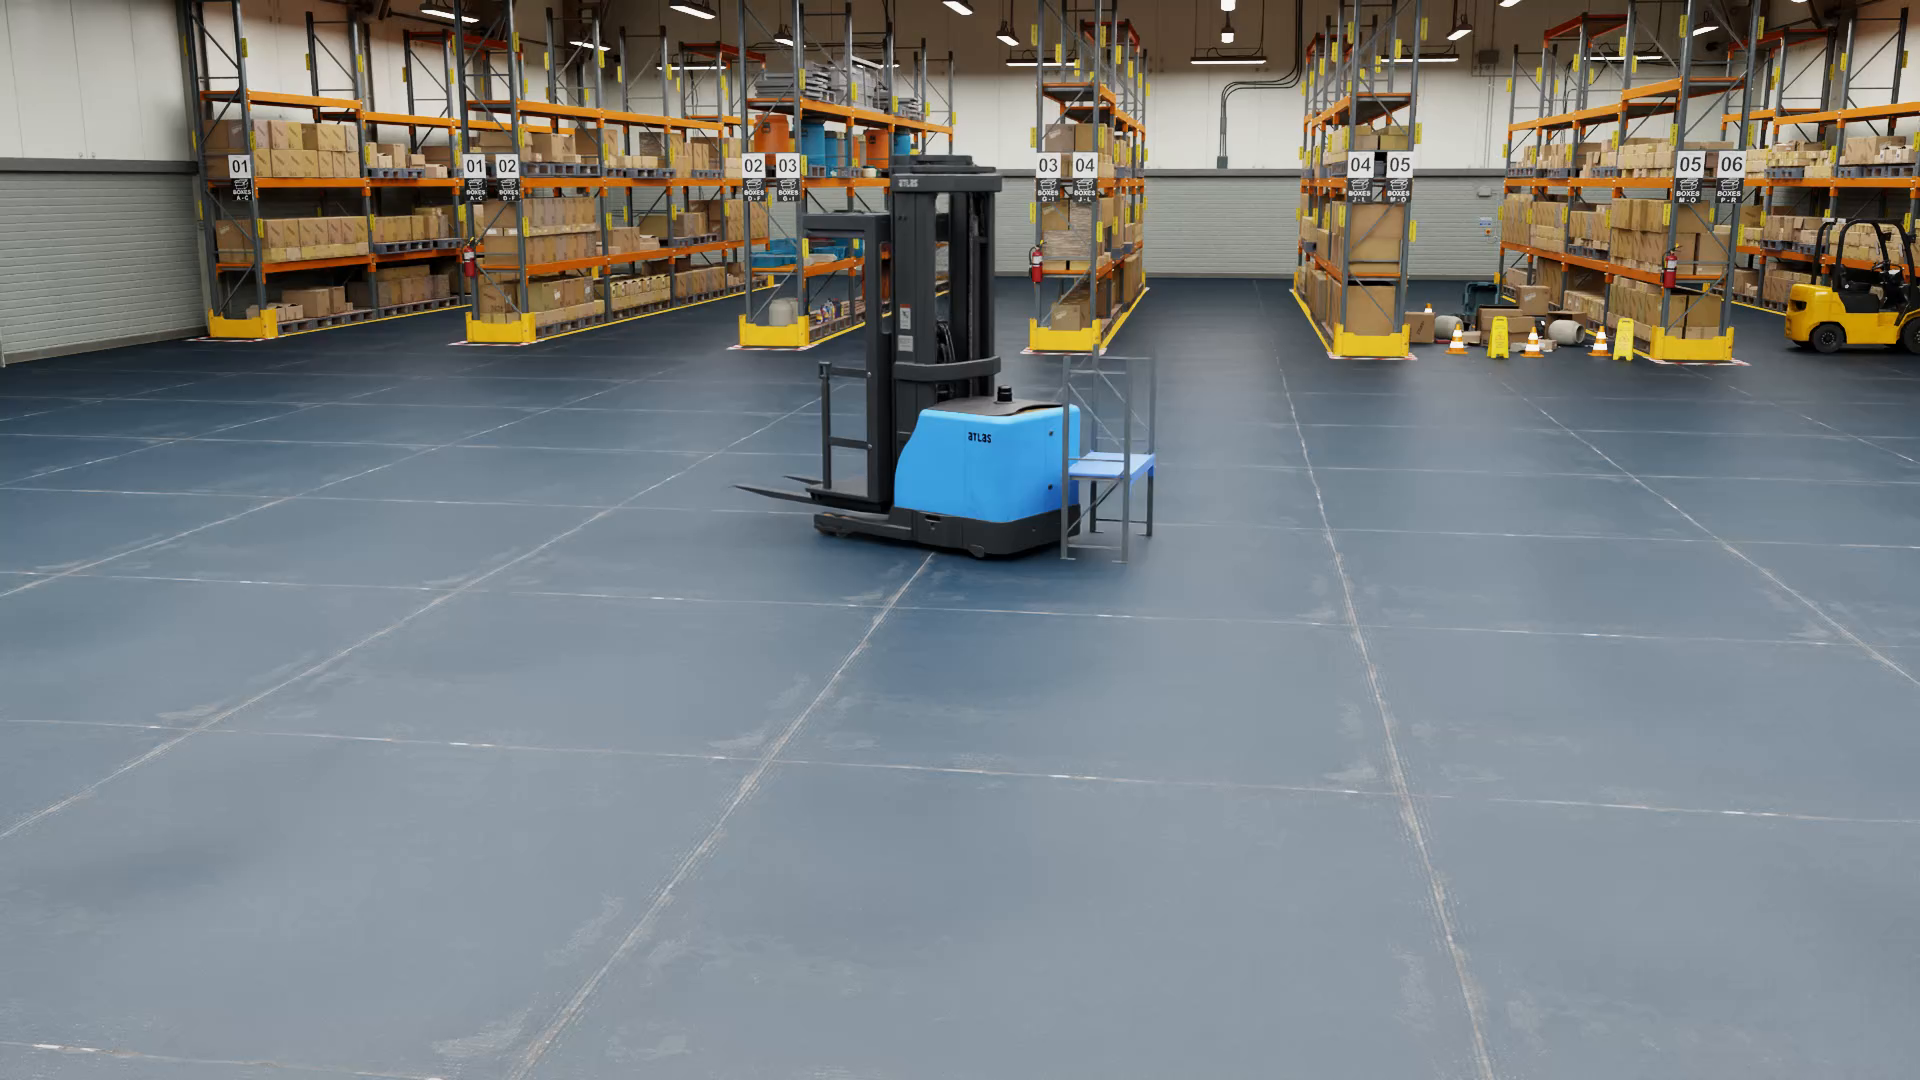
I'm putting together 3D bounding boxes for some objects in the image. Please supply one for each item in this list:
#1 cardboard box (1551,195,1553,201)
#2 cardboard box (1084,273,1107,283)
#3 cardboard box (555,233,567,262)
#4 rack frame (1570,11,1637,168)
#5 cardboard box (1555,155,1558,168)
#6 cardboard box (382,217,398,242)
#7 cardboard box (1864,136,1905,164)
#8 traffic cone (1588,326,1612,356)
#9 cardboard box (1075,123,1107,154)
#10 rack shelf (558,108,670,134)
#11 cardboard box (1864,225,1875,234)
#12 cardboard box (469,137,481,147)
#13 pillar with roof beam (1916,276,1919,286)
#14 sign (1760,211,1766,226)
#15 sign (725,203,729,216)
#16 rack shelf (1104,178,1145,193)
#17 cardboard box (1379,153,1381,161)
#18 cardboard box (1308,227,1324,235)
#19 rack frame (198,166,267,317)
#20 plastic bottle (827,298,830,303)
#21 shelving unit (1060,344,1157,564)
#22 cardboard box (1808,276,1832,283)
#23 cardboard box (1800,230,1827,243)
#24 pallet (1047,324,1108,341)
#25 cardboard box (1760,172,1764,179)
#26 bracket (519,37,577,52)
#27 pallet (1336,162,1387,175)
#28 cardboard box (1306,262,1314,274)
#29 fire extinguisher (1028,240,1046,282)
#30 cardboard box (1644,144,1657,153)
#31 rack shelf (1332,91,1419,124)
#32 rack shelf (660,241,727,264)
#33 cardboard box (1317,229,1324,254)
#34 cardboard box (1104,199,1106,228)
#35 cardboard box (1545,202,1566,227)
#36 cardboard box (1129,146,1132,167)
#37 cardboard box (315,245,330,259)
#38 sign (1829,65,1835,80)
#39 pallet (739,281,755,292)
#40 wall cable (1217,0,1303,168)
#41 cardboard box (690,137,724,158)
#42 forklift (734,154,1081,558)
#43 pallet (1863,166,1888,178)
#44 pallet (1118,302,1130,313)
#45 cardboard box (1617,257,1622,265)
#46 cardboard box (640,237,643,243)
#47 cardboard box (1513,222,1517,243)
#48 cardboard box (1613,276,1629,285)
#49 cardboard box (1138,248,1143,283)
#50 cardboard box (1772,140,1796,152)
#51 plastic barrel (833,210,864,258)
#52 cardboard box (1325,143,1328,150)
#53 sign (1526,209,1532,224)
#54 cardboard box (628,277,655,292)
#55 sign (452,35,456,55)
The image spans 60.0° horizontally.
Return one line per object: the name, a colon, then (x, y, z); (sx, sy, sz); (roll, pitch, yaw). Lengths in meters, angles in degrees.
cardboard box: (13.709, -7.838, 38.093); (0.380, 0.149, 0.250); (2, 12, 8)
cardboard box: (2.831, -5.415, 34.107); (0.500, 0.250, 0.500); (3, 13, 15)
cardboard box: (-7.723, -5.430, 30.834); (0.700, 0.500, 0.500); (2, 12, 10)
rack frame: (12.768, -8.918, 33.013); (1.000, 3.000, 0.127); (2, 12, 9)
cardboard box: (12.634, -7.889, 34.681); (0.396, 0.266, 0.258); (2, 12, 7)
cardboard box: (-12.118, -6.440, 34.473); (0.700, 0.500, 0.500); (3, 13, 14)
cardboard box: (17.164, -7.240, 30.874); (0.500, 0.500, 0.500); (2, 12, 10)
traffic cone: (10.329, -3.211, 26.794); (0.336, 0.463, 0.334); (2, 12, 9)
cardboard box: (2.241, -6.846, 28.390); (0.500, 0.500, 0.500); (2, 12, 8)
rack shelf: (-7.120, -8.597, 34.181); (1.077, 0.370, 4.000); (2, 12, 9)
cardboard box: (17.022, -5.761, 30.829); (0.380, 0.149, 0.250); (2, 12, 7)
cardboard box: (-11.427, -9.423, 39.415); (0.500, 0.250, 0.500); (1, 12, 7)
pillar with roof beam: (14.109, -8.596, 31.522); (9.100, 9.000, 0.548); (2, 12, 9)
sign: (17.751, -7.097, 36.749); (0.100, 0.325, 0.005); (2, 12, 9)
sign: (-5.648, -8.009, 40.289); (0.100, 0.325, 0.005); (2, 12, 9)
rack shelf: (3.898, -8.670, 40.690); (1.077, 0.370, 4.000); (2, 12, 9)
cardboard box: (7.194, -6.380, 27.721); (0.380, 0.149, 0.250); (2, 12, 8)
cardboard box: (7.487, -6.470, 34.788); (0.380, 0.149, 0.250); (2, 12, 10)
rack frame: (-12.938, -5.122, 29.641); (1.000, 3.000, 0.127); (2, 12, 9)
plastic bottle: (-2.490, -4.415, 31.604); (0.144, 0.351, 0.185); (2, 12, 9)
shelving unit: (1.136, -0.680, 12.590); (0.538, 1.500, 1.048); (4, 13, 16)
cardboard box: (17.510, -5.294, 33.836); (0.380, 0.149, 0.250); (1, 12, 6)
cardboard box: (17.515, -6.187, 33.941); (0.500, 0.250, 0.500); (1, 12, 6)
pallet: (2.107, -3.715, 29.729); (1.003, 0.211, 1.213); (2, 12, 9)
cardboard box: (18.092, -8.136, 37.104); (0.380, 0.149, 0.250); (2, 12, 9)
bracket: (-11.029, -13.097, 43.863); (0.076, 0.066, 4.783); (2, 12, 9)
pallet: (6.920, -6.291, 28.157); (1.003, 0.211, 1.213); (2, 12, 9)
cardboard box: (8.102, -6.162, 37.621); (0.500, 0.250, 0.500); (1, 12, 6)
fire extinguisher: (1.272, -4.594, 27.374); (0.296, 0.674, 0.183); (2, 12, 9)
cardboard box: (11.500, -6.453, 27.401); (0.380, 0.149, 0.250); (2, 12, 10)
rack shelf: (6.938, -7.261, 27.981); (1.077, 0.370, 4.000); (2, 12, 9)
rack shelf: (-6.505, -6.692, 38.635); (1.077, 0.370, 4.000); (2, 12, 9)
cardboard box: (7.450, -5.983, 33.396); (0.500, 0.500, 0.500); (2, 12, 8)
cardboard box: (2.259, -5.637, 28.715); (0.500, 0.500, 0.500); (2, 12, 9)
cardboard box: (12.828, -6.954, 35.531); (0.500, 0.500, 0.500); (2, 12, 8)
cardboard box: (3.739, -9.185, 39.901); (0.700, 0.500, 0.500); (3, 12, 12)
cardboard box: (-12.319, -5.470, 31.561); (0.500, 0.250, 0.500); (2, 12, 9)
sign: (18.837, -10.107, 35.941); (0.100, 0.325, 0.005); (2, 12, 9)
pallet: (-5.905, -6.495, 42.630); (1.003, 0.211, 1.213); (2, 12, 9)
wall cable: (8.481, -13.542, 46.835); (2.277, 5.999, 0.120); (2, 12, 9)
cardboard box: (-6.160, -9.567, 40.535); (0.700, 0.500, 0.500); (2, 12, 9)
forklift: (-0.532, -1.532, 13.147); (3.031, 2.935, 1.130); (10, 15, 38)
pallet: (17.488, -6.822, 30.856); (1.003, 0.211, 1.213); (2, 12, 11)
pallet: (3.171, -5.105, 36.178); (1.003, 0.211, 1.213); (2, 12, 9)
cardboard box: (11.800, -4.920, 29.299); (0.380, 0.149, 0.250); (2, 12, 10)
cardboard box: (-7.141, -6.404, 35.802); (0.500, 0.311, 0.500); (2, 12, 8)
cardboard box: (13.434, -7.292, 39.473); (0.500, 0.500, 0.500); (2, 12, 11)
cardboard box: (11.717, -4.559, 29.238); (0.380, 0.149, 0.250); (2, 12, 9)
cardboard box: (4.187, -7.002, 42.411); (0.875, 0.875, 0.875); (2, 12, 9)
cardboard box: (17.897, -8.552, 36.108); (0.396, 0.266, 0.258); (2, 12, 8)
plastic barrel: (-2.175, -5.950, 32.290); (0.600, 0.901, 0.708); (2, 12, 9)
cardboard box: (7.667, -8.106, 34.314); (0.396, 0.266, 0.258); (2, 12, 9)
sign: (12.834, -7.297, 37.491); (0.100, 0.325, 0.005); (2, 12, 9)
cardboard box: (-6.803, -5.433, 35.281); (0.500, 0.311, 0.500); (2, 12, 8)
sign: (-8.577, -8.411, 28.257); (0.100, 0.325, 0.005); (2, 12, 9)
